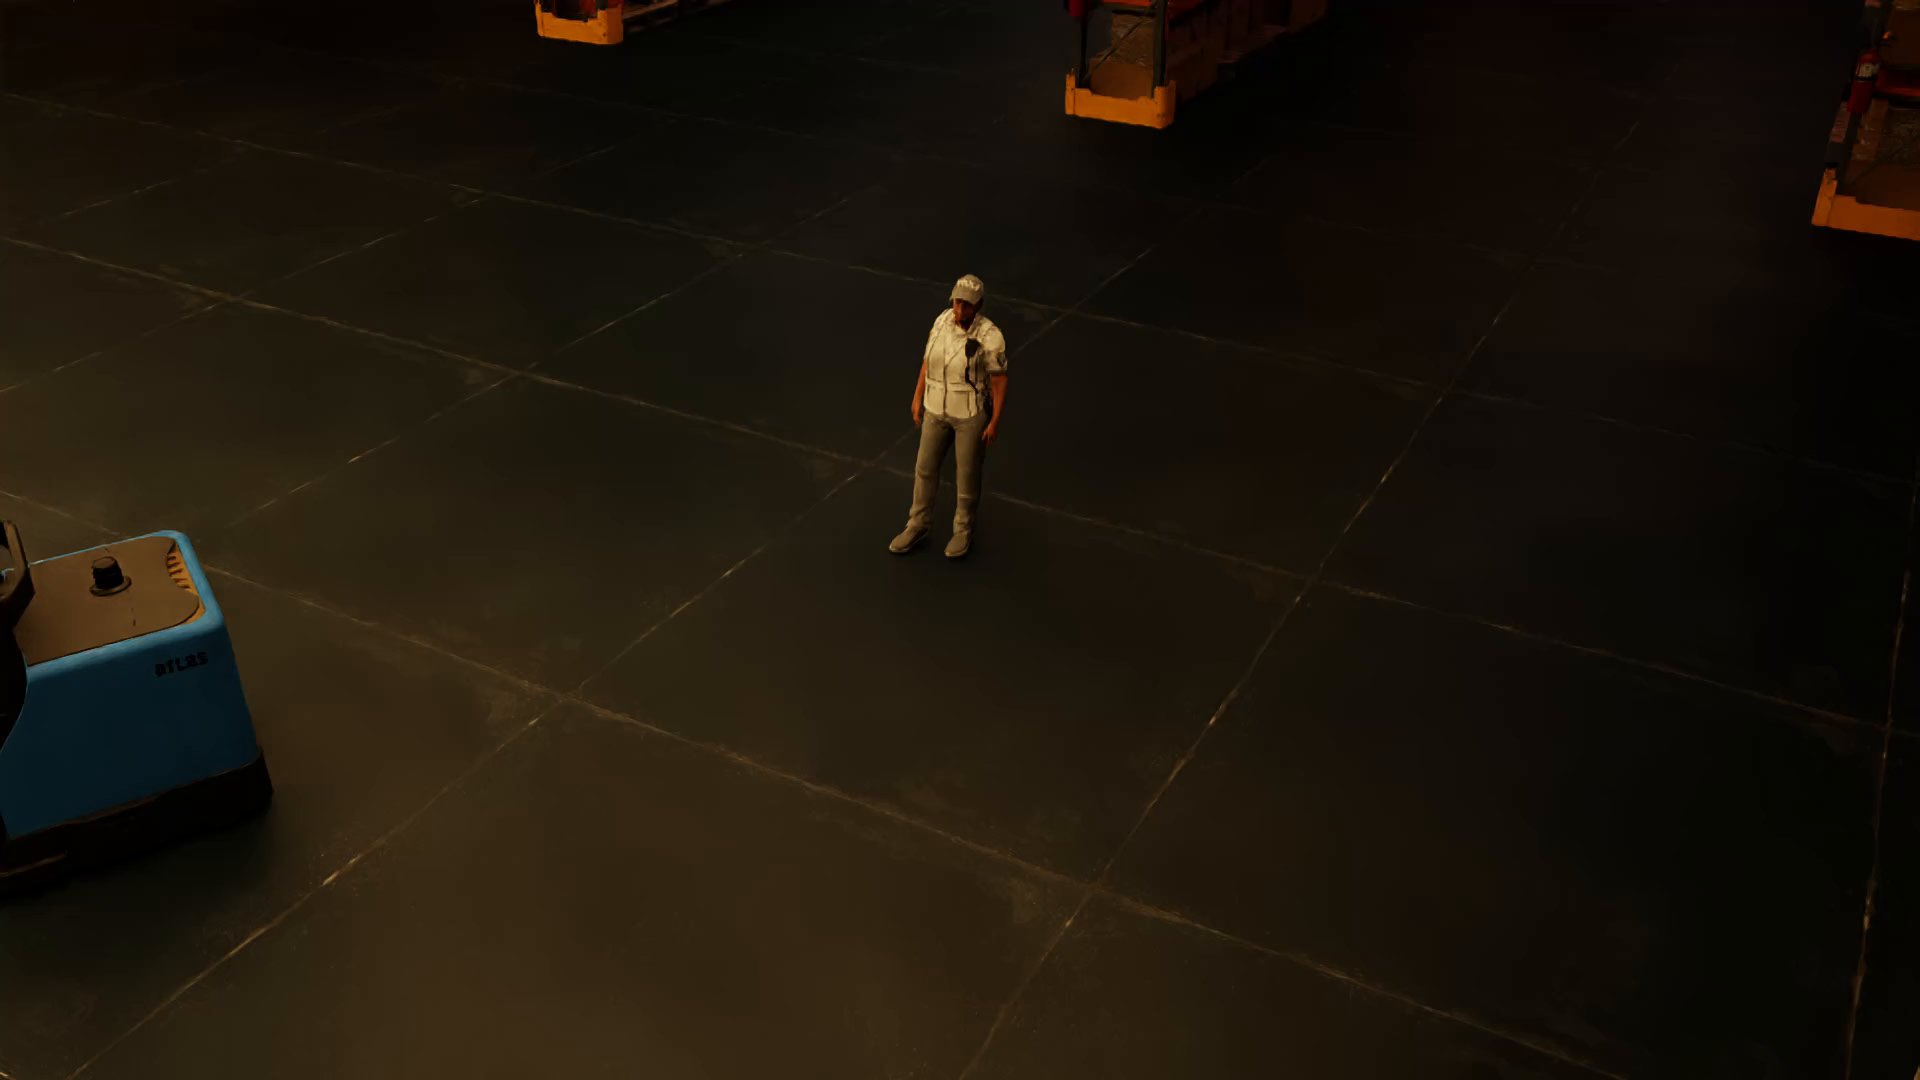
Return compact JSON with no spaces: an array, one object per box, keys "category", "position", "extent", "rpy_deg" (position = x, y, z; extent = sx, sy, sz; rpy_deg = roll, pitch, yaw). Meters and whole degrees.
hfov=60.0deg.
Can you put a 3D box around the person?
[{"category":"person","position":[-0.057,-0.700,9.534],"extent":[0.598,1.669,0.529],"rpy_deg":[15,33,25]}]

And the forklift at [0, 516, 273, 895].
[{"category":"forklift","position":[-4.745,0.187,6.746],"extent":[3.031,2.935,1.130],"rpy_deg":[-17,34,-27]}]
